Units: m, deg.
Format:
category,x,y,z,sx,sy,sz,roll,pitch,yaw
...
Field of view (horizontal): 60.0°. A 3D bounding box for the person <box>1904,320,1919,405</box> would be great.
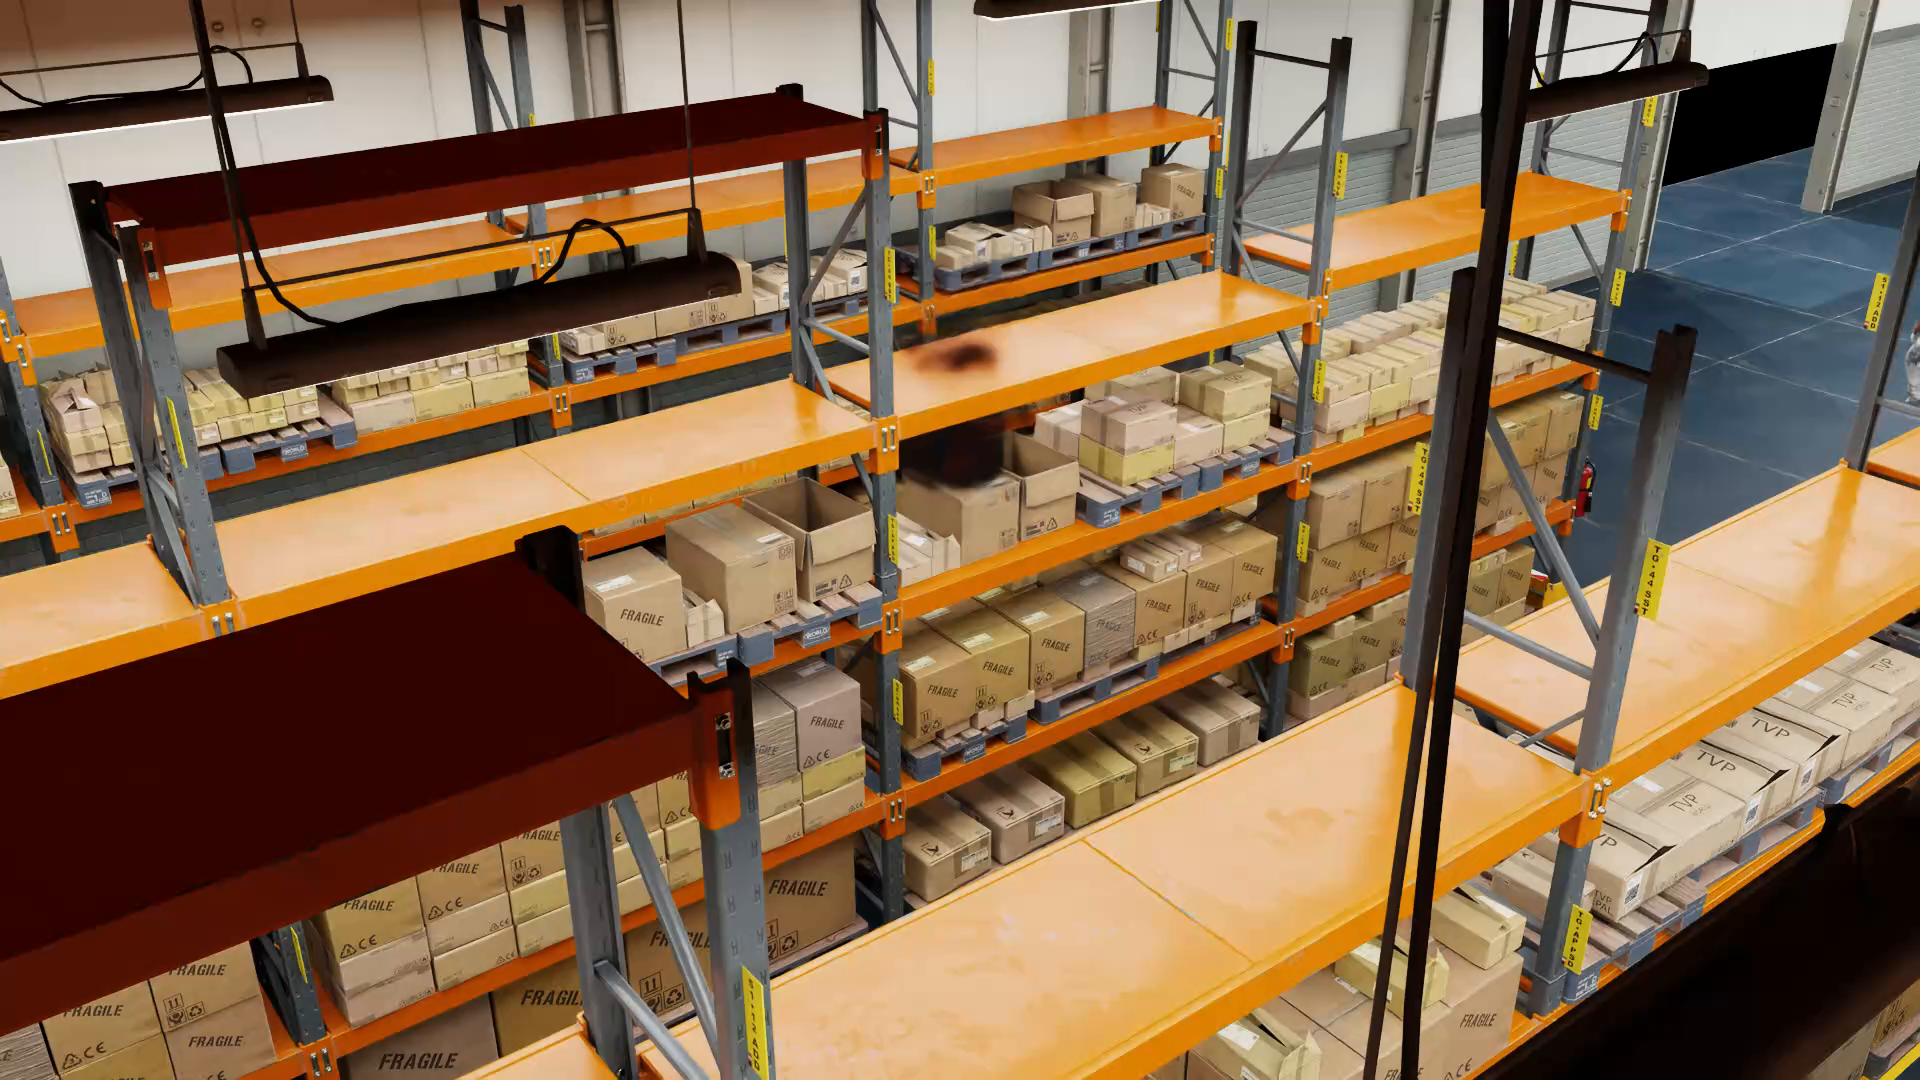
category,x,y,z,sx,sy,sz,roll,pitch,yaw
person,12.403,-2.478,21.195,0.693,1.782,0.705,5,26,10
